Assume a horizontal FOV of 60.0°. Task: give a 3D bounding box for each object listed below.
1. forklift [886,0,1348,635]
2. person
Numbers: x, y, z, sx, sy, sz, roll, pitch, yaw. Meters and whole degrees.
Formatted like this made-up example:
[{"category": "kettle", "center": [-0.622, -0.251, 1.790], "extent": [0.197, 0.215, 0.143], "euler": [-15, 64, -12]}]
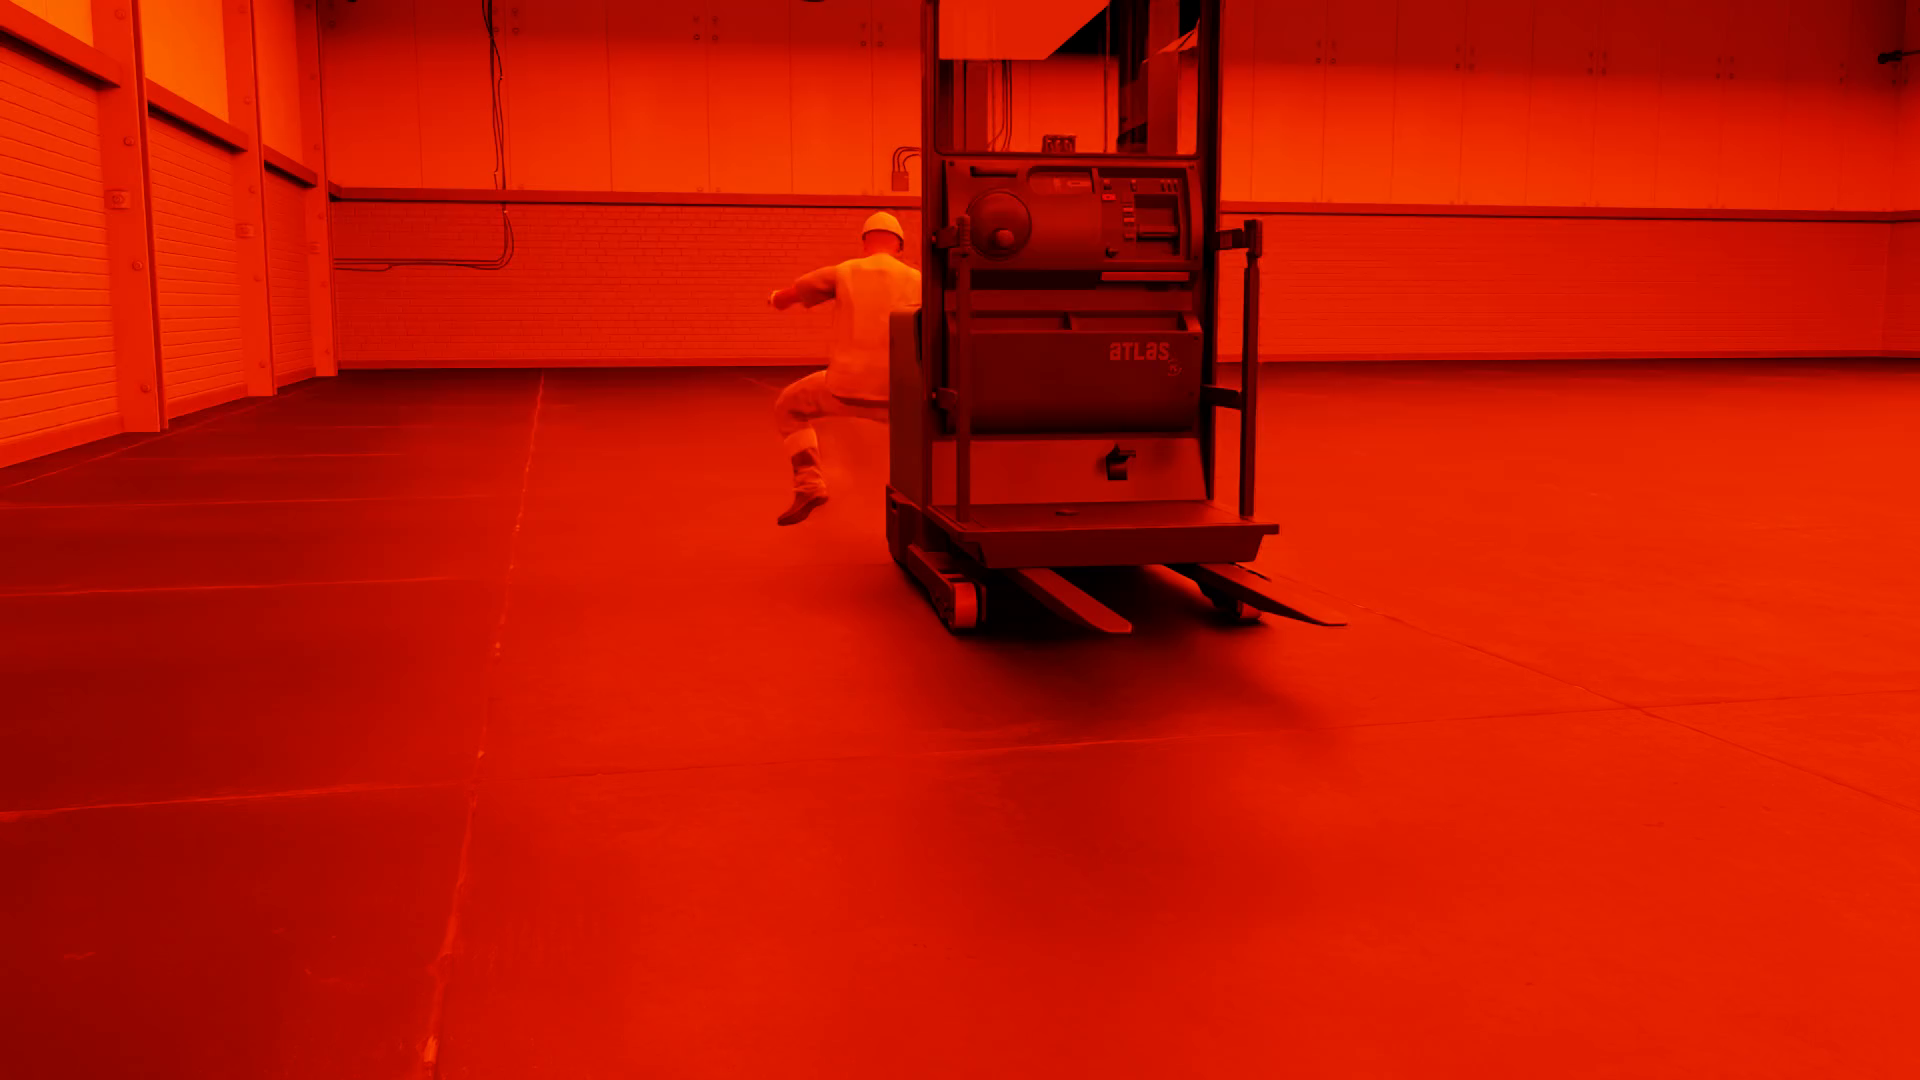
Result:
[{"category": "forklift", "center": [0.449, -1.203, 5.730], "extent": [1.130, 2.935, 3.031], "euler": [-1, 8, -10]}, {"category": "person", "center": [-0.426, -0.817, 8.065], "extent": [1.032, 1.518, 0.762], "euler": [0, 8, -4]}]
